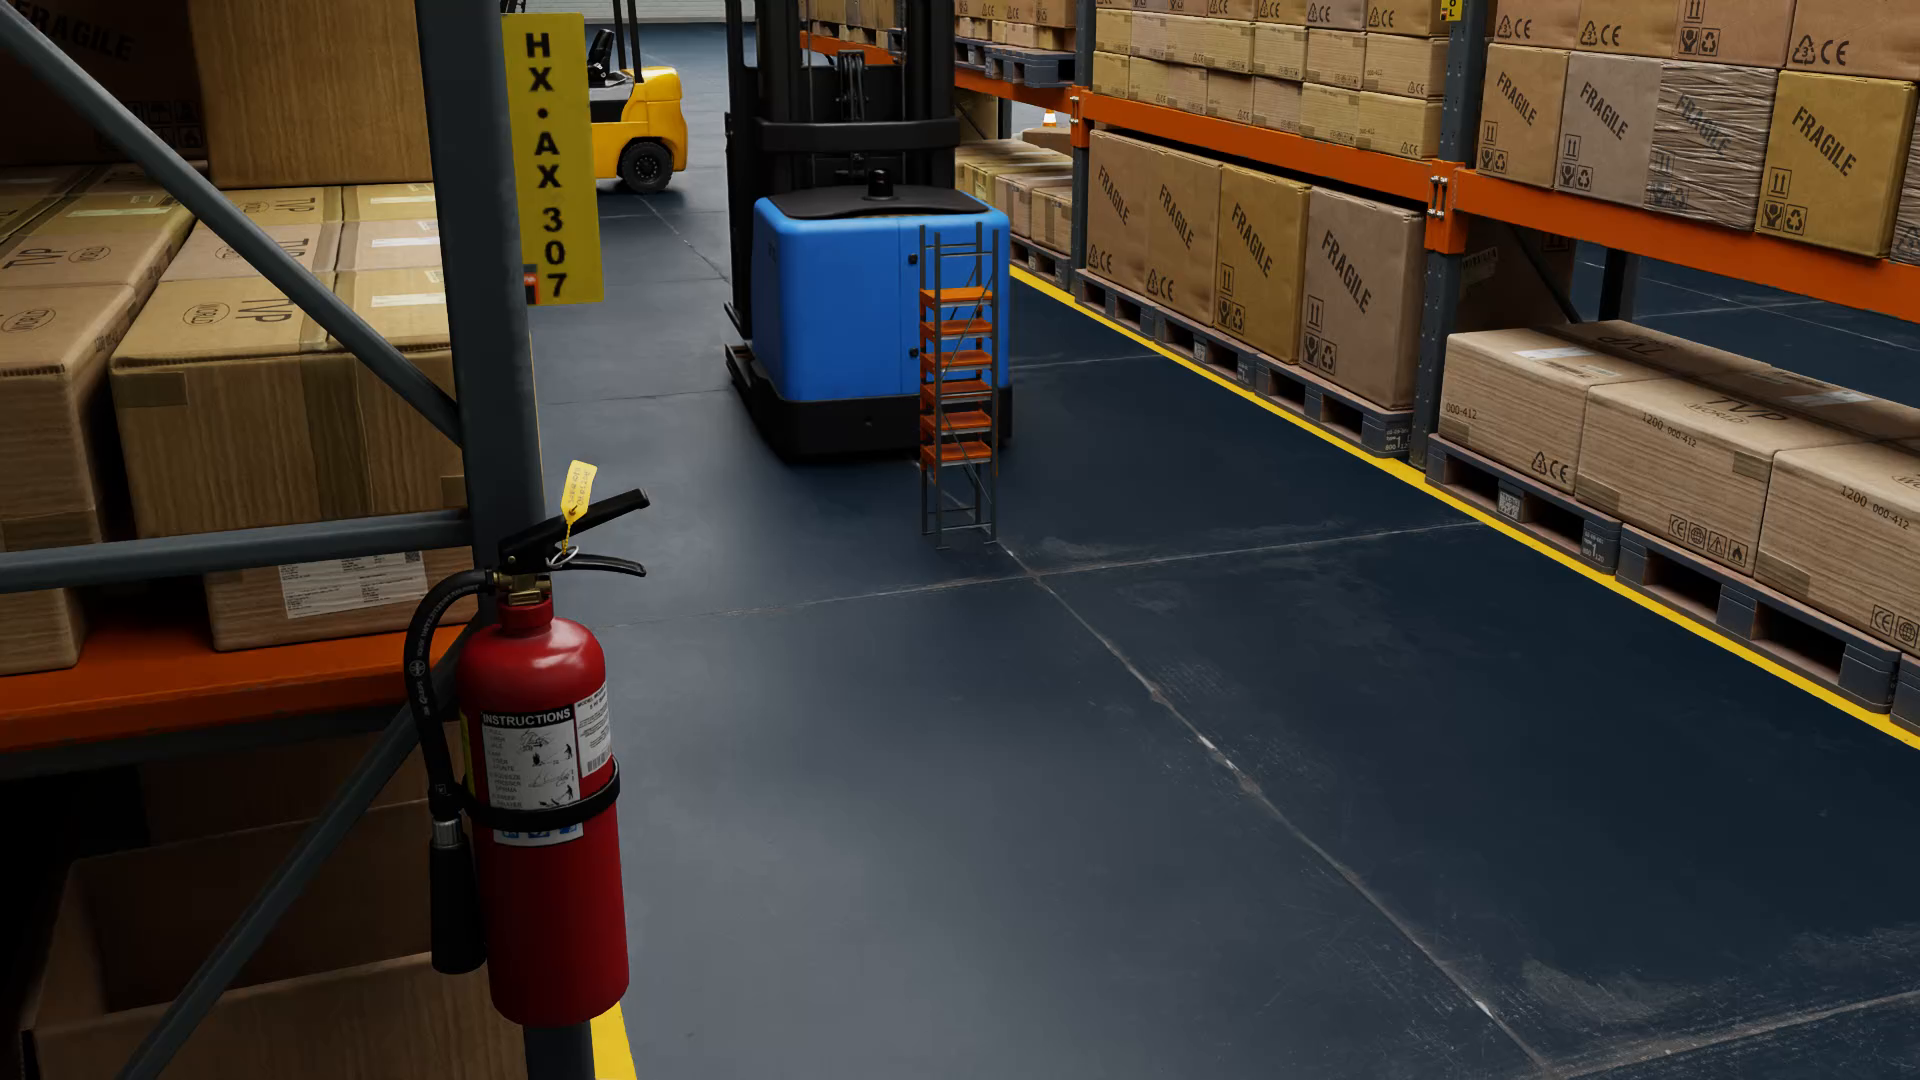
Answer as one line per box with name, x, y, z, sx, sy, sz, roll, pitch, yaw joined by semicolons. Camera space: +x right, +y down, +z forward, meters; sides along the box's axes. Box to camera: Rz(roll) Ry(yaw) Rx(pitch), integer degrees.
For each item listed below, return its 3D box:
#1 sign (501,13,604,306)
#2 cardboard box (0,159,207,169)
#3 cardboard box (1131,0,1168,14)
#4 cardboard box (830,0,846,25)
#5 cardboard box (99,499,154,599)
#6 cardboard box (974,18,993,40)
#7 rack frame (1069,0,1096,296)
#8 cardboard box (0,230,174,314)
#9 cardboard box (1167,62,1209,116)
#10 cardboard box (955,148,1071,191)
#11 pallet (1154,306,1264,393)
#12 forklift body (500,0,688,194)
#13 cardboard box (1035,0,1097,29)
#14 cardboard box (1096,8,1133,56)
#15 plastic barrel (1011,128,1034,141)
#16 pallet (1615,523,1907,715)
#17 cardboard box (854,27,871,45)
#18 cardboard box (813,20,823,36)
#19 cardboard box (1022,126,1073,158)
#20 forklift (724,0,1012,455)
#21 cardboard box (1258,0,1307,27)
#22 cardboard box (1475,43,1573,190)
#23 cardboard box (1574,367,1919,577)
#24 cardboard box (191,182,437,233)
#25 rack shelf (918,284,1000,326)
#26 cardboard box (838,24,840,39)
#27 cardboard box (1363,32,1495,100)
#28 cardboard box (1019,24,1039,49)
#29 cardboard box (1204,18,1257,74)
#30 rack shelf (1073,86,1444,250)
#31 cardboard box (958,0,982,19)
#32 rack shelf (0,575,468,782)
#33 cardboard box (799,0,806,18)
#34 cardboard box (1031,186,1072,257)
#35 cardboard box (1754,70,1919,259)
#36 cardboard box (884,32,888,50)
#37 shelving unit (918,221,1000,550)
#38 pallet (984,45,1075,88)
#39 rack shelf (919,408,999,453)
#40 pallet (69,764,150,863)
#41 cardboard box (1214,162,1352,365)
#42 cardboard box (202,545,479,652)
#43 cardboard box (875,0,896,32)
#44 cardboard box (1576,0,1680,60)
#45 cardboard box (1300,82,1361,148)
sign;-0.468;-0.430;1.896;0.100;0.325;0.005;-6;21;-17
cardboard box;-2.017;-0.804;4.000;0.500;0.250;0.500;-6;21;-16
cardboard box;1.301;-3.236;9.361;0.500;0.500;0.500;-6;21;-17
cardboard box;-0.921;-5.142;15.707;0.500;0.500;0.500;-7;21;-18
cardboard box;-1.364;-0.013;2.386;0.380;0.149;0.250;-6;21;-16
cardboard box;0.325;-3.709;12.056;0.380;0.149;0.250;-7;21;-19
rack frame;1.213;-3.061;10.501;1.000;3.000;0.127;-6;21;-17
cardboard box;-1.541;-0.319;2.650;0.500;0.250;0.500;-6;21;-17
cardboard box;1.466;-2.475;9.090;0.500;0.250;0.500;-6;21;-15
cardboard box;0.352;-2.907;13.338;0.950;0.372;0.625;-5;20;-14
pallet;1.769;-1.097;9.157;1.003;0.211;1.213;-6;21;-17
forklift body;-3.684;-4.285;15.165;2.313;2.155;1.214;-6;21;-17
cardboard box;0.806;-3.562;10.686;0.500;0.500;0.500;-7;21;-19
cardboard box;1.138;-3.037;9.916;0.500;0.250;0.500;-7;21;-18
plastic barrel;0.785;-3.914;16.686;0.512;0.421;0.421;8;21;20
pallet;3.022;0.180;5.604;1.003;0.211;1.213;-6;21;-17
cardboard box;-0.757;-4.623;15.221;0.380;0.149;0.250;-7;21;-18
cardboard box;-1.256;-5.119;16.603;0.380;0.149;0.250;-6;21;-16
cardboard box;0.911;-3.658;15.856;0.500;0.500;0.500;8;21;20
forklift;-0.624;-2.212;8.240;1.130;2.935;3.031;-5;20;-13
cardboard box;1.781;-2.741;7.985;0.500;0.500;0.500;-6;21;-16
cardboard box;2.369;-1.646;6.413;0.500;0.500;0.500;-6;21;-15
cardboard box;2.848;-0.269;5.897;0.875;0.438;0.875;-7;21;-19
cardboard box;-1.191;-0.533;3.244;0.500;0.250;0.500;-7;21;-18
rack shelf;-0.005;-0.866;6.120;0.258;0.103;0.180;-6;21;-17
cardboard box;-0.948;-4.874;15.919;0.380;0.149;0.250;-7;21;-19
cardboard box;2.101;-2.057;7.190;0.500;0.250;0.500;-6;21;-17
cardboard box;0.612;-3.375;11.125;0.380;0.149;0.250;-7;21;-18
cardboard box;1.591;-2.545;8.548;0.500;0.250;0.500;-6;21;-16
rack shelf;1.842;-2.080;8.835;1.077;0.370;4.000;-6;21;-17
cardboard box;0.303;-4.064;12.084;0.500;0.500;0.500;-7;21;-19
rack shelf;-1.612;-0.268;3.790;1.077;0.370;4.000;-6;21;-17
cardboard box;-1.416;-5.634;17.076;0.500;0.500;0.500;-7;21;-18
cardboard box;1.045;-2.204;11.382;0.950;0.372;0.625;-8;21;-21
cardboard box;2.836;-1.158;5.056;0.500;0.500;0.500;-6;21;-16
cardboard box;-0.434;-4.297;14.314;0.380;0.149;0.250;-7;21;-18
shelving unit;-0.005;-0.569;6.227;0.258;1.200;0.189;-6;21;-17
pallet;0.888;-3.188;11.138;1.213;0.211;1.003;-6;21;-17
rack shelf;-0.005;-0.415;6.282;0.258;0.103;0.180;-6;21;-17
pallet;-1.638;0.677;4.221;1.003;0.211;1.213;-6;21;-17
cardboard box;1.908;-1.454;8.550;0.875;0.875;0.875;-6;21;-16
cardboard box;-0.826;0.019;2.299;0.380;0.149;0.250;-7;21;-18
cardboard box;-0.420;-4.648;14.331;0.500;0.500;0.500;-7;21;-19
cardboard box;2.543;-1.953;5.791;0.500;0.500;0.500;-7;21;-18
cardboard box;1.931;-1.987;7.734;0.500;0.250;0.500;-7;21;-18
